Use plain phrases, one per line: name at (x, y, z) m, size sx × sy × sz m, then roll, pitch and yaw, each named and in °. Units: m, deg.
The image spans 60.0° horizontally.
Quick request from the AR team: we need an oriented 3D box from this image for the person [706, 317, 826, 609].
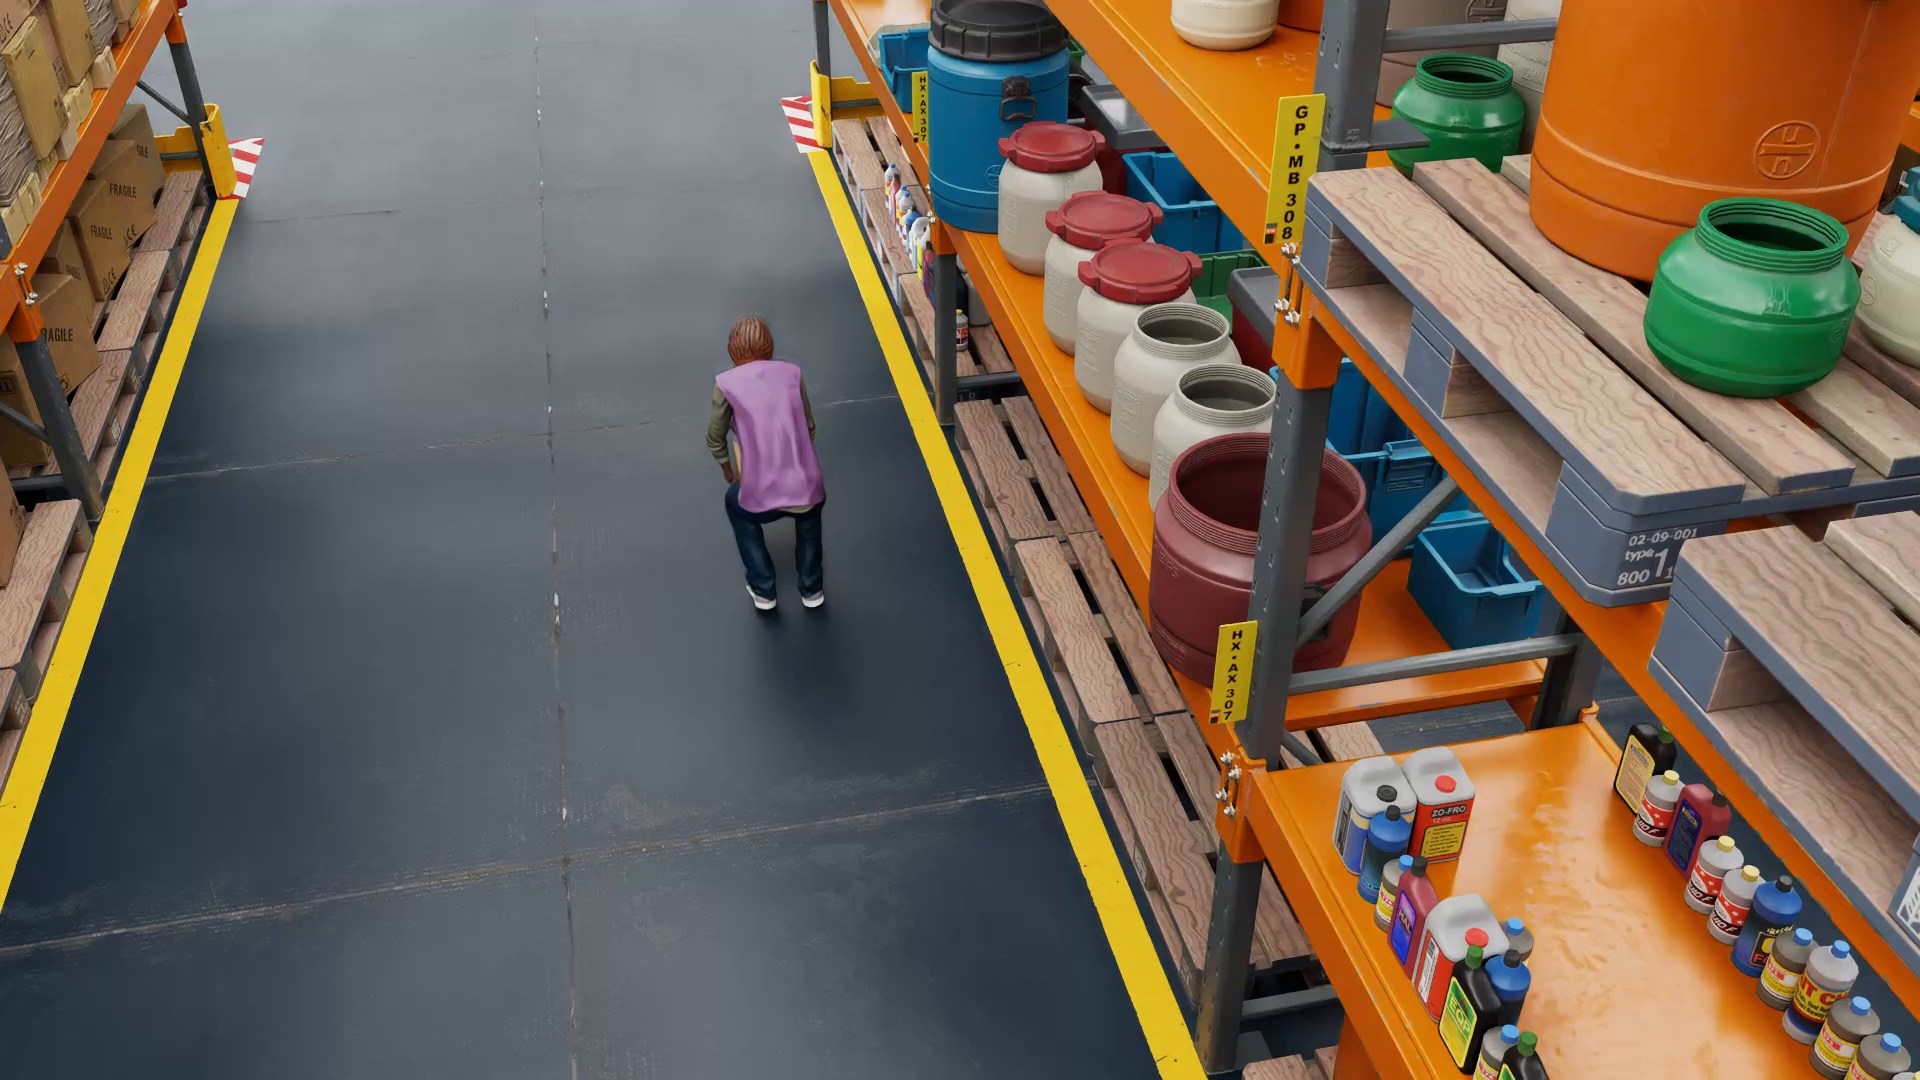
person at (-0.799, -0.263, 6.905) m, size 0.464 × 1.175 × 0.710 m, roll -7°, pitch 35°, yaw -10°
